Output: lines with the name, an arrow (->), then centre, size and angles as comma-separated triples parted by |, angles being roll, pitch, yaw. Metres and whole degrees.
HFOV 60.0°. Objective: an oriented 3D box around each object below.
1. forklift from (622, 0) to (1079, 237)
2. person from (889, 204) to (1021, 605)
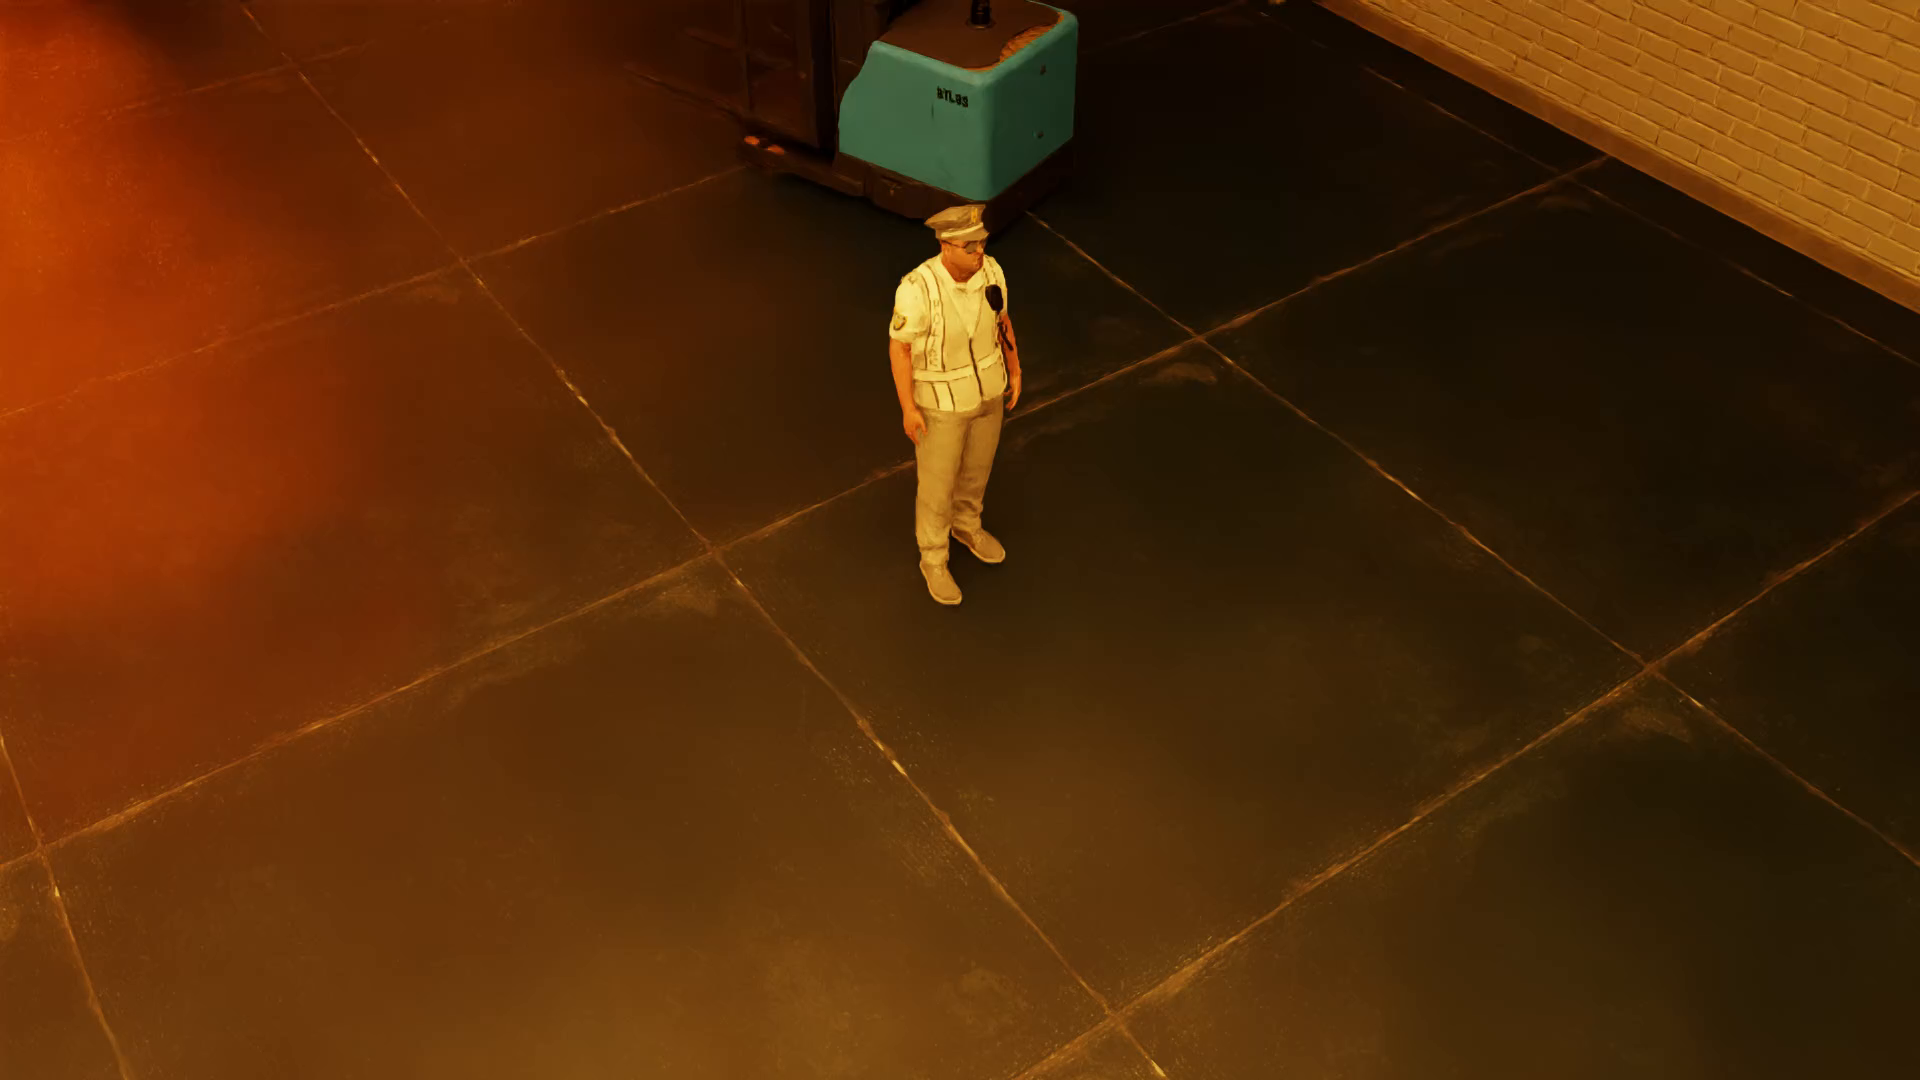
forklift -> -0.797, -3.633, 9.658 | 3.031, 2.935, 1.130 | 25, 48, 25
person -> 0.035, -0.613, 7.217 | 0.640, 1.781, 0.574 | -25, 48, -25
